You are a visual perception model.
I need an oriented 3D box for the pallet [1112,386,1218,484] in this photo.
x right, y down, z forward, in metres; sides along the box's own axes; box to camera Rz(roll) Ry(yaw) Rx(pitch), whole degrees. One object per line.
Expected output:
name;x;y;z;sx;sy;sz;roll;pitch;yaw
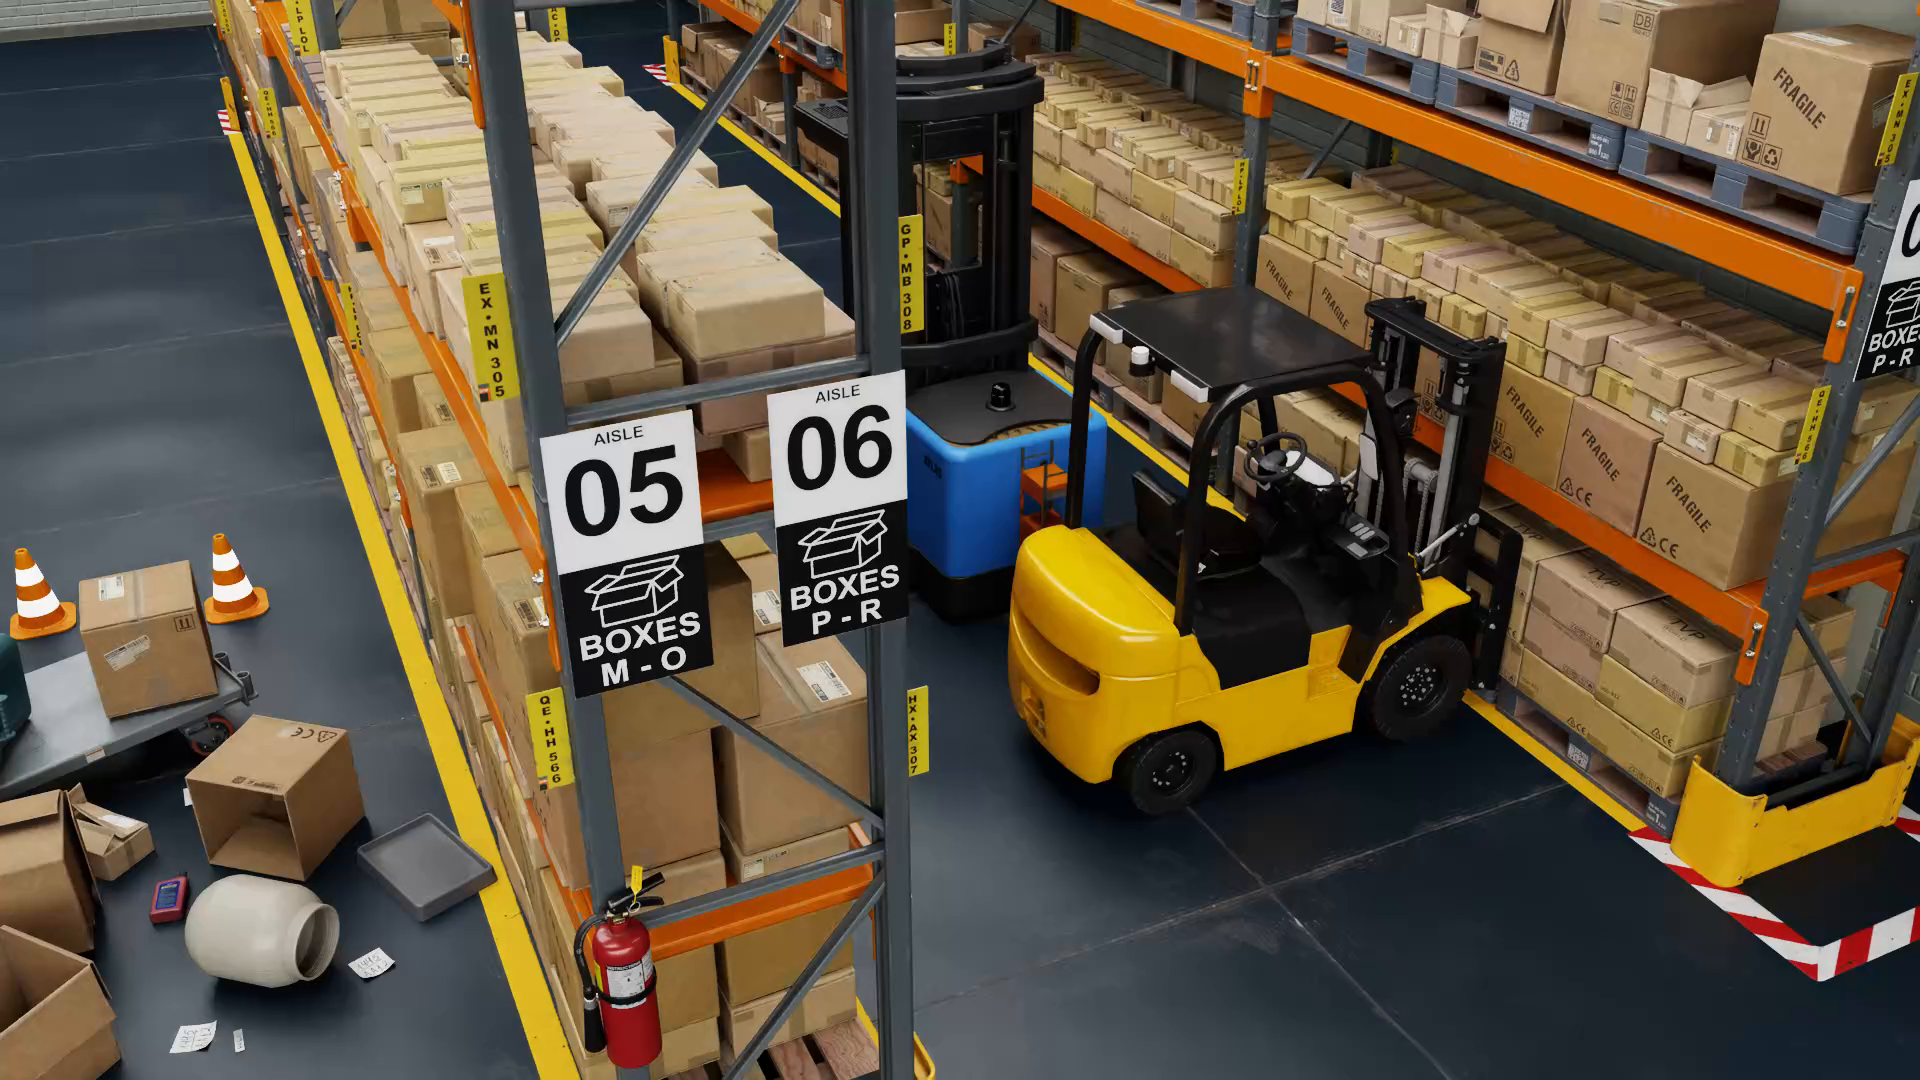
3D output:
pallet;1.778;-0.817;11.465;1.003;0.211;1.213;-13;32;-22

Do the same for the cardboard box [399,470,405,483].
cardboard box;-2.415;-0.593;7.807;0.500;0.500;0.500;-13;32;-22

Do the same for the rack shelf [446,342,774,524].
rack shelf;-1.494;-0.900;6.157;0.919;0.052;3.809;-13;32;-22

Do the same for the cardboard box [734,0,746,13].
cardboard box;-2.158;-5.677;17.537;0.380;0.149;0.250;-14;32;-23

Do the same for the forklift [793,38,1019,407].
forklift;-0.284;-1.550;9.990;1.121;2.935;3.031;-14;32;-24

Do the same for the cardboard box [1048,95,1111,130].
cardboard box;0.846;-3.039;11.811;0.380;0.149;0.250;-12;32;-21

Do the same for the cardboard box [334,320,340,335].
cardboard box;-4.291;-2.019;12.499;0.875;0.875;0.875;-13;32;-22

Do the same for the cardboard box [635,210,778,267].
cardboard box;-0.778;-0.883;5.106;0.380;0.149;0.250;-13;32;-22

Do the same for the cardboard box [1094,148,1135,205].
cardboard box;1.246;-2.485;11.230;0.500;0.250;0.500;-12;32;-21

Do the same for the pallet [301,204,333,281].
pallet;-3.667;-2.063;11.032;1.213;0.211;1.003;-13;32;-22

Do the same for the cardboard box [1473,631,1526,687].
cardboard box;2.948;0.481;8.680;0.500;0.250;0.500;-13;32;-21

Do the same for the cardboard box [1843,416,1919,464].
cardboard box;3.935;-0.480;7.247;0.380;0.149;0.250;-14;32;-23

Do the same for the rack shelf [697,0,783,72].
rack shelf;-2.164;-5.820;18.271;1.077;0.370;4.000;-13;32;-22

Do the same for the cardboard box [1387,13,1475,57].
cardboard box;2.378;-2.541;8.345;0.380;0.149;0.250;-12;31;-21

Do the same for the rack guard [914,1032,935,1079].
rack guard;-0.668;2.151;5.876;1.175;0.500;0.348;-13;32;-22

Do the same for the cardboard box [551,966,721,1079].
cardboard box;-1.235;1.799;6.329;0.500;0.250;0.500;-13;32;-22

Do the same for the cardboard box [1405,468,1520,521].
cardboard box;2.706;-0.178;8.833;0.500;0.250;0.500;-14;32;-23

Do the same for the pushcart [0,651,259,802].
pushcart;-4.390;0.972;8.104;0.936;0.377;1.648;26;38;38

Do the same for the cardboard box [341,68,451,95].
cardboard box;-2.269;-1.784;6.713;0.380;0.149;0.250;-14;32;-24

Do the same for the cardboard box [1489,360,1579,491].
cardboard box;2.963;-0.613;8.147;0.500;0.500;0.500;-14;32;-23

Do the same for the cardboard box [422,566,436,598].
cardboard box;-2.343;0.119;7.896;0.380;0.149;0.250;-13;32;-21

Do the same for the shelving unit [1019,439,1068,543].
shelving unit;0.478;-0.013;9.173;0.215;1.050;0.252;-14;32;-24

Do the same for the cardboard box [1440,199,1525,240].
cardboard box;2.899;-1.764;9.232;0.380;0.149;0.250;-14;32;-23

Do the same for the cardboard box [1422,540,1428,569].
cardboard box;2.697;0.030;8.973;0.500;0.250;0.500;-13;32;-22

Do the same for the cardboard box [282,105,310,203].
cardboard box;-4.085;-2.549;10.865;0.500;0.500;0.500;-14;32;-23

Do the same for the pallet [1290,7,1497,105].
pallet;2.519;-2.615;8.843;1.003;0.211;1.213;-13;32;-22

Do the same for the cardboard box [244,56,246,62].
cardboard box;-5.603;-3.881;13.720;0.500;0.250;0.500;-13;32;-21

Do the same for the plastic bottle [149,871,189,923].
plastic bottle;-3.492;1.573;7.355;0.133;0.061;0.283;-8;30;-13

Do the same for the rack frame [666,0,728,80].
rack frame;-3.022;-7.017;19.670;1.000;3.000;0.127;-13;32;-22

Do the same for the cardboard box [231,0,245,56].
cardboard box;-5.614;-4.213;13.544;0.500;0.500;0.500;-13;32;-22

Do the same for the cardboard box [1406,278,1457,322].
cardboard box;2.552;-1.275;8.665;0.380;0.149;0.250;-14;32;-24

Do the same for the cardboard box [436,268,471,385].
cardboard box;-1.301;-0.673;5.139;0.500;0.250;0.500;-14;32;-23

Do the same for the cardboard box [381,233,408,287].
cardboard box;-1.966;-1.094;6.297;0.380;0.149;0.250;-14;32;-23

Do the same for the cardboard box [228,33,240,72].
cardboard box;-6.442;-4.627;15.306;0.500;0.500;0.500;-14;32;-23

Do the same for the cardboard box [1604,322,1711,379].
cardboard box;3.192;-0.858;7.616;0.380;0.149;0.250;-13;32;-22

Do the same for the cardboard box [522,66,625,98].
cardboard box;-1.577;-1.805;6.750;0.380;0.149;0.250;-12;31;-21

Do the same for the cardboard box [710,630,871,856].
cardboard box;-0.588;0.654;5.584;0.500;0.500;0.500;-14;32;-23

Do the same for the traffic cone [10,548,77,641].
traffic cone;-5.177;0.262;9.283;0.336;0.463;0.334;-13;32;-22

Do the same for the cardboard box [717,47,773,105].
cardboard box;-0.387;-4.293;14.219;0.818;3.161;9.788;-14;32;-24

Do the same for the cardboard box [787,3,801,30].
cardboard box;-1.300;-5.216;15.927;0.700;0.500;0.500;-12;32;-21

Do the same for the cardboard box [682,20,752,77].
cardboard box;-2.845;-5.822;19.661;0.797;0.503;0.637;-14;32;-24

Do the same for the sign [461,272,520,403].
sign;-1.145;-0.492;4.062;0.100;0.325;0.005;-13;32;-22

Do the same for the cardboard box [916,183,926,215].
cardboard box;-0.169;-2.941;14.528;0.500;0.500;0.500;-14;32;-23

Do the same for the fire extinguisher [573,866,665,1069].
fire extinguisher;-1.002;1.275;4.961;0.296;0.674;0.183;-13;32;-22

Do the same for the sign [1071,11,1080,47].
sign;0.912;-4.106;13.295;0.100;0.325;0.005;-13;32;-22

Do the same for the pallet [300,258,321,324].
pallet;-4.860;-2.125;13.798;1.003;0.211;1.213;-13;32;-22

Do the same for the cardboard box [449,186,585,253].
cardboard box;-1.410;-1.003;5.319;0.380;0.149;0.250;-13;32;-22

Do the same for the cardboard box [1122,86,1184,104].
cardboard box;1.397;-3.171;12.046;0.380;0.149;0.250;-14;32;-23

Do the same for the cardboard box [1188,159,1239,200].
cardboard box;1.655;-2.257;10.416;0.380;0.149;0.250;-14;32;-23

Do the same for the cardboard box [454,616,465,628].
cardboard box;-1.966;0.211;7.037;0.380;0.149;0.250;-13;32;-22

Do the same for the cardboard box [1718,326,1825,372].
cardboard box;3.687;-0.835;7.576;0.380;0.149;0.250;-12;32;-21

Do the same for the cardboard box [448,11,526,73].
cardboard box;-2.241;-2.441;8.166;0.500;0.250;0.500;-14;32;-23
